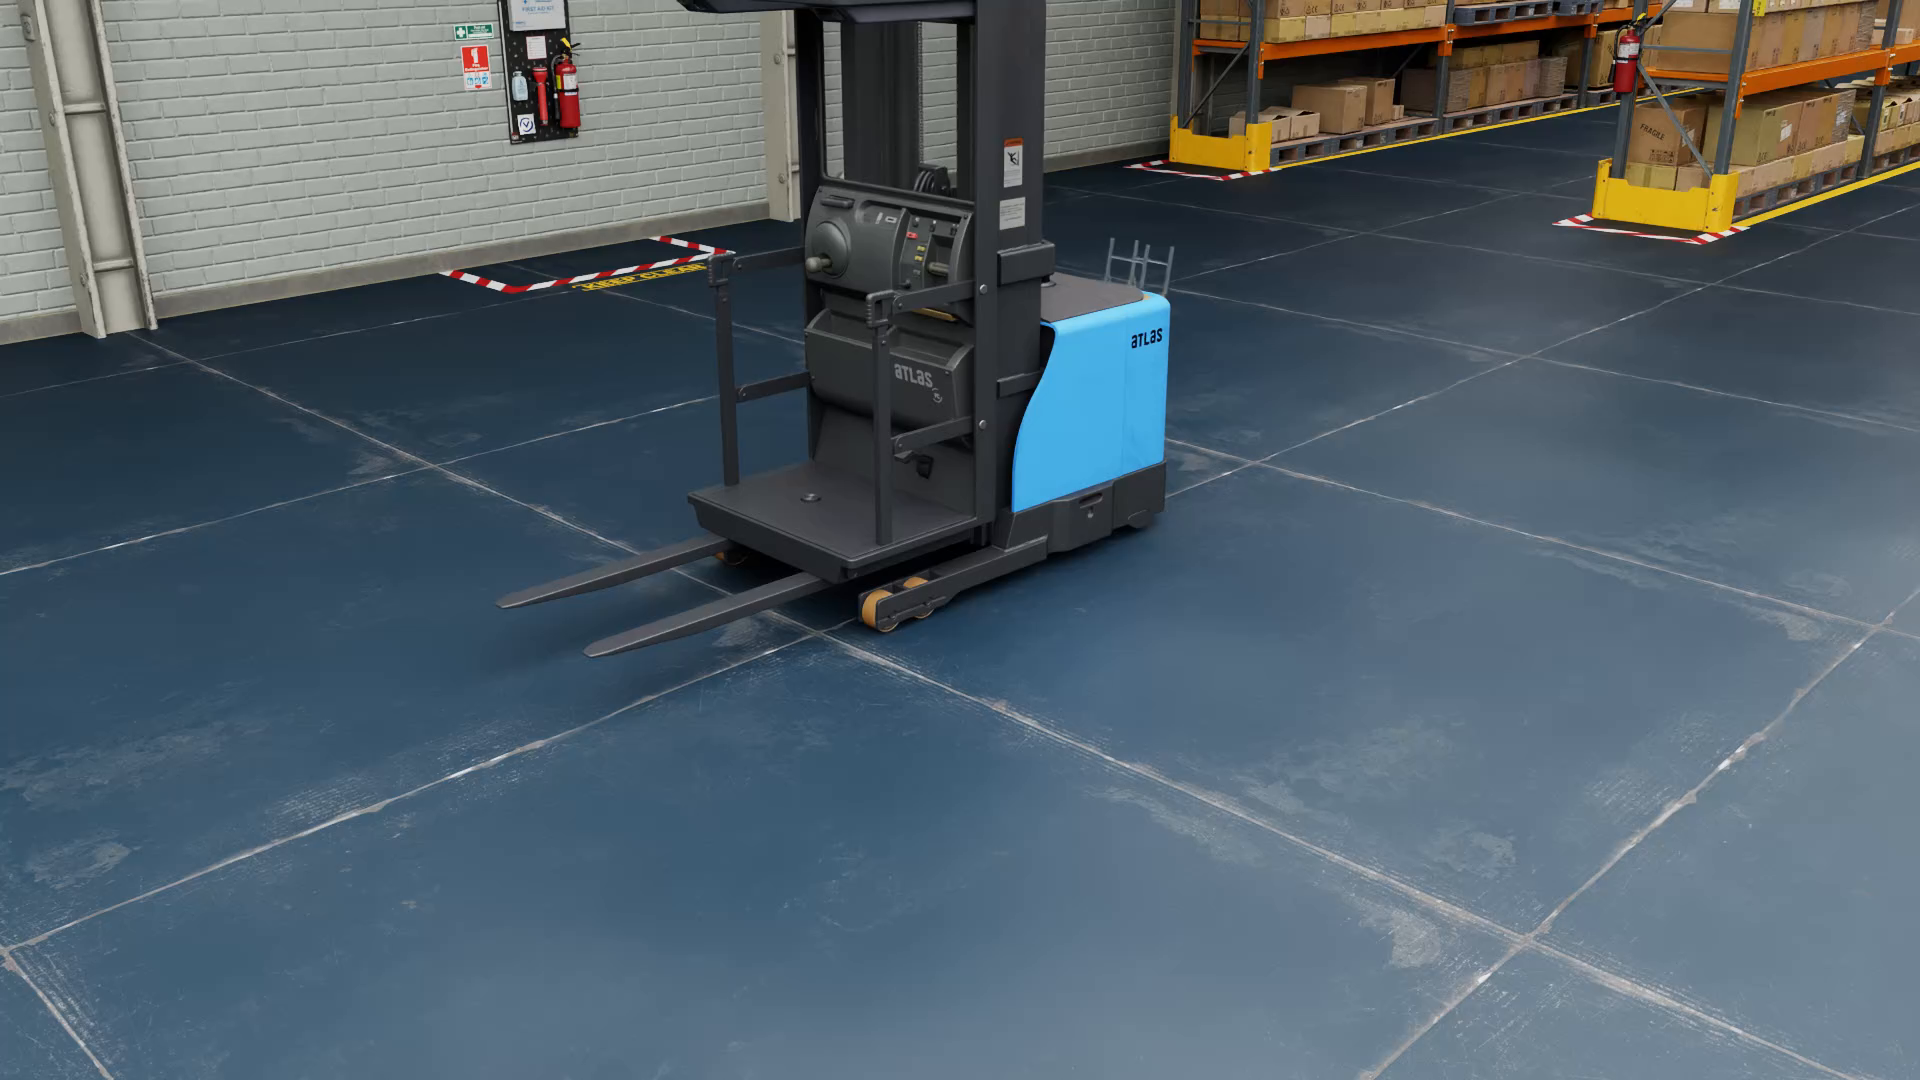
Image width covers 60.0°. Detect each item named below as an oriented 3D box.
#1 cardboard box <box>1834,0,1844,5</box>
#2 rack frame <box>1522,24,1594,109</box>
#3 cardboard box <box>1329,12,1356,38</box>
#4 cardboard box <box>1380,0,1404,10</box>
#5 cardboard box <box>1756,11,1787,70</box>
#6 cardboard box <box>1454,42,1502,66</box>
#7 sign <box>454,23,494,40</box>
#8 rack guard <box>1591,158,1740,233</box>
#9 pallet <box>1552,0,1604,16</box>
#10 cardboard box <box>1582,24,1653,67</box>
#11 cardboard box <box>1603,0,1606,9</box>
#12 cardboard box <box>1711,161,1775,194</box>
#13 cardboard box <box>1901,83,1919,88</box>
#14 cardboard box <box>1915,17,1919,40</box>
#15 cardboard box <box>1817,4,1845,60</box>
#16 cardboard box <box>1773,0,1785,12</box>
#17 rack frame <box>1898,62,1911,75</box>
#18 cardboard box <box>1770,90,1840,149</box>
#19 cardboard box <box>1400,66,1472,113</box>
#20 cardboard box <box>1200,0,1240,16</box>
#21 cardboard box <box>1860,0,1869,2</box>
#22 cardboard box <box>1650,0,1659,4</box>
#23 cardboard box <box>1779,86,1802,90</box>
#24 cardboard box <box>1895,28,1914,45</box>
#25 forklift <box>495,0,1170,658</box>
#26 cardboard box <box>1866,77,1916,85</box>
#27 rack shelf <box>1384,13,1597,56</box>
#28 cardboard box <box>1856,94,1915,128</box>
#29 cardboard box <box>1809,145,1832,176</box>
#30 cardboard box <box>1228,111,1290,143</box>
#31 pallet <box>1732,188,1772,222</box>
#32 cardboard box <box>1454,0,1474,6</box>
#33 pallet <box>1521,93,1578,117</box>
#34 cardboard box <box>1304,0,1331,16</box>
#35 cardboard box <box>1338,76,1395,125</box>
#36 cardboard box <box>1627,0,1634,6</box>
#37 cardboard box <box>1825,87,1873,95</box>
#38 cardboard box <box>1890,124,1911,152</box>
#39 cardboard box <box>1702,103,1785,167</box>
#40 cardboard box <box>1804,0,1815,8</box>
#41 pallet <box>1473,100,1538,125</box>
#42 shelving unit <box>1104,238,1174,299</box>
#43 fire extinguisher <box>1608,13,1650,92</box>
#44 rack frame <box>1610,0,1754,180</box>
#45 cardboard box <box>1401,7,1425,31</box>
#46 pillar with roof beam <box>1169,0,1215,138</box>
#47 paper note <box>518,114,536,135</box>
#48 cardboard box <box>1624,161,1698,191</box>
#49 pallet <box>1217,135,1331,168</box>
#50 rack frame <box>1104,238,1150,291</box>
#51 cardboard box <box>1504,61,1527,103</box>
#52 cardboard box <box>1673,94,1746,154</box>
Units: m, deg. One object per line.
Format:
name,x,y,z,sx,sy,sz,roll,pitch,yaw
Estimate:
cardboard box,8.215,-5.207,15.898,0.250,0.149,0.380,-19,28,-41
rack frame,8.376,-7.574,23.100,1.000,3.000,0.127,19,28,41
cardboard box,4.075,-5.770,18.586,0.500,0.250,0.500,19,28,40
cardboard box,4.775,-6.380,19.129,0.500,0.500,0.500,18,28,39
cardboard box,7.045,-4.579,15.167,0.500,0.500,0.700,-19,28,-41
cardboard box,6.753,-6.377,21.810,0.500,0.250,0.500,18,28,39
sign,-3.723,-3.893,12.734,0.001,0.109,0.331,19,28,41
rack guard,6.331,-3.106,14.959,1.175,0.500,0.348,19,28,41
pallet,7.956,-7.275,22.589,1.213,0.211,1.003,19,28,41
cardboard box,9.599,-7.147,24.399,0.750,0.750,0.750,19,28,40
cardboard box,8.772,-7.493,23.211,0.380,0.149,0.250,19,28,40
cardboard box,7.227,-3.403,15.495,0.500,0.250,0.500,19,28,41
cardboard box,11.027,-5.049,18.996,0.500,0.311,0.500,19,28,40
cardboard box,10.402,-5.812,18.374,0.500,0.500,0.500,19,28,41
cardboard box,8.117,-4.973,16.193,0.500,0.500,0.700,-20,28,-41
cardboard box,7.133,-4.808,14.859,0.380,0.149,0.250,19,28,41
rack frame,11.928,-6.336,19.877,1.000,3.000,0.127,19,28,41
cardboard box,8.268,-4.141,16.369,0.500,0.500,0.500,19,28,41
cardboard box,6.088,-5.778,21.298,0.500,0.500,0.700,-19,28,-40
cardboard box,2.972,-5.982,18.093,0.500,0.500,0.500,19,28,40
cardboard box,8.747,-5.402,16.406,0.380,0.149,0.250,18,28,39
cardboard box,10.023,-7.956,24.415,0.250,0.149,0.380,-19,28,-40
cardboard box,8.247,-4.399,17.040,0.500,0.500,0.500,19,28,41
cardboard box,9.902,-5.367,17.707,0.380,0.149,0.250,19,28,41
forklift,-0.453,-1.211,6.639,3.031,2.935,1.130,-19,28,-41
cardboard box,10.992,-5.312,19.679,0.500,0.311,0.500,18,28,39
rack shelf,6.981,-6.725,21.892,1.077,0.370,4.000,19,28,41
cardboard box,9.958,-4.653,17.965,0.500,0.311,0.500,19,28,40
cardboard box,8.277,-3.788,16.496,0.500,0.250,0.500,19,28,41
cardboard box,3.343,-4.624,18.558,0.500,0.311,0.500,15,26,35
pallet,6.851,-3.185,15.566,1.003,0.211,1.213,19,28,41
cardboard box,5.965,-6.921,20.647,0.700,0.500,0.500,19,28,41
pallet,7.830,-6.072,23.079,1.003,0.211,1.213,19,28,41
cardboard box,3.696,-5.979,18.086,0.500,0.500,0.500,19,28,41
cardboard box,4.891,-5.308,20.075,0.500,0.500,0.500,17,27,37
cardboard box,9.462,-7.767,23.924,0.250,0.149,0.380,-19,28,-41
cardboard box,9.923,-4.921,18.661,0.500,0.311,0.500,19,28,40
cardboard box,9.954,-4.393,18.069,0.500,0.250,0.500,-19,28,-41
cardboard box,7.228,-3.753,15.360,0.500,0.500,0.500,19,28,41
cardboard box,7.672,-5.007,15.377,0.380,0.149,0.250,19,28,40
pallet,6.979,-5.760,22.267,1.003,0.211,1.213,19,28,41
shelving unit,0.790,-0.839,8.064,0.189,1.200,0.258,-6,19,-44
fire extinguisher,5.932,-4.329,14.764,0.296,0.674,0.183,19,28,41
rack frame,6.347,-4.279,14.527,1.000,3.000,0.127,19,28,41
cardboard box,5.119,-6.162,19.607,0.500,0.250,0.500,19,28,41
pillar with roof beam,5.749,-7.637,14.902,9.100,9.000,0.400,19,28,41
paper note,-3.446,-3.307,13.226,0.016,0.148,0.142,19,28,41
cardboard box,6.510,-3.404,15.496,0.500,0.250,0.500,19,28,41
pallet,3.441,-4.436,18.821,1.003,0.211,1.213,19,28,41
rack frame,0.724,-0.833,8.000,0.006,1.200,0.240,-6,19,-44
cardboard box,7.143,-6.177,22.335,0.700,0.500,0.500,19,28,40
cardboard box,7.195,-4.015,16.041,0.500,0.500,0.500,19,28,41
